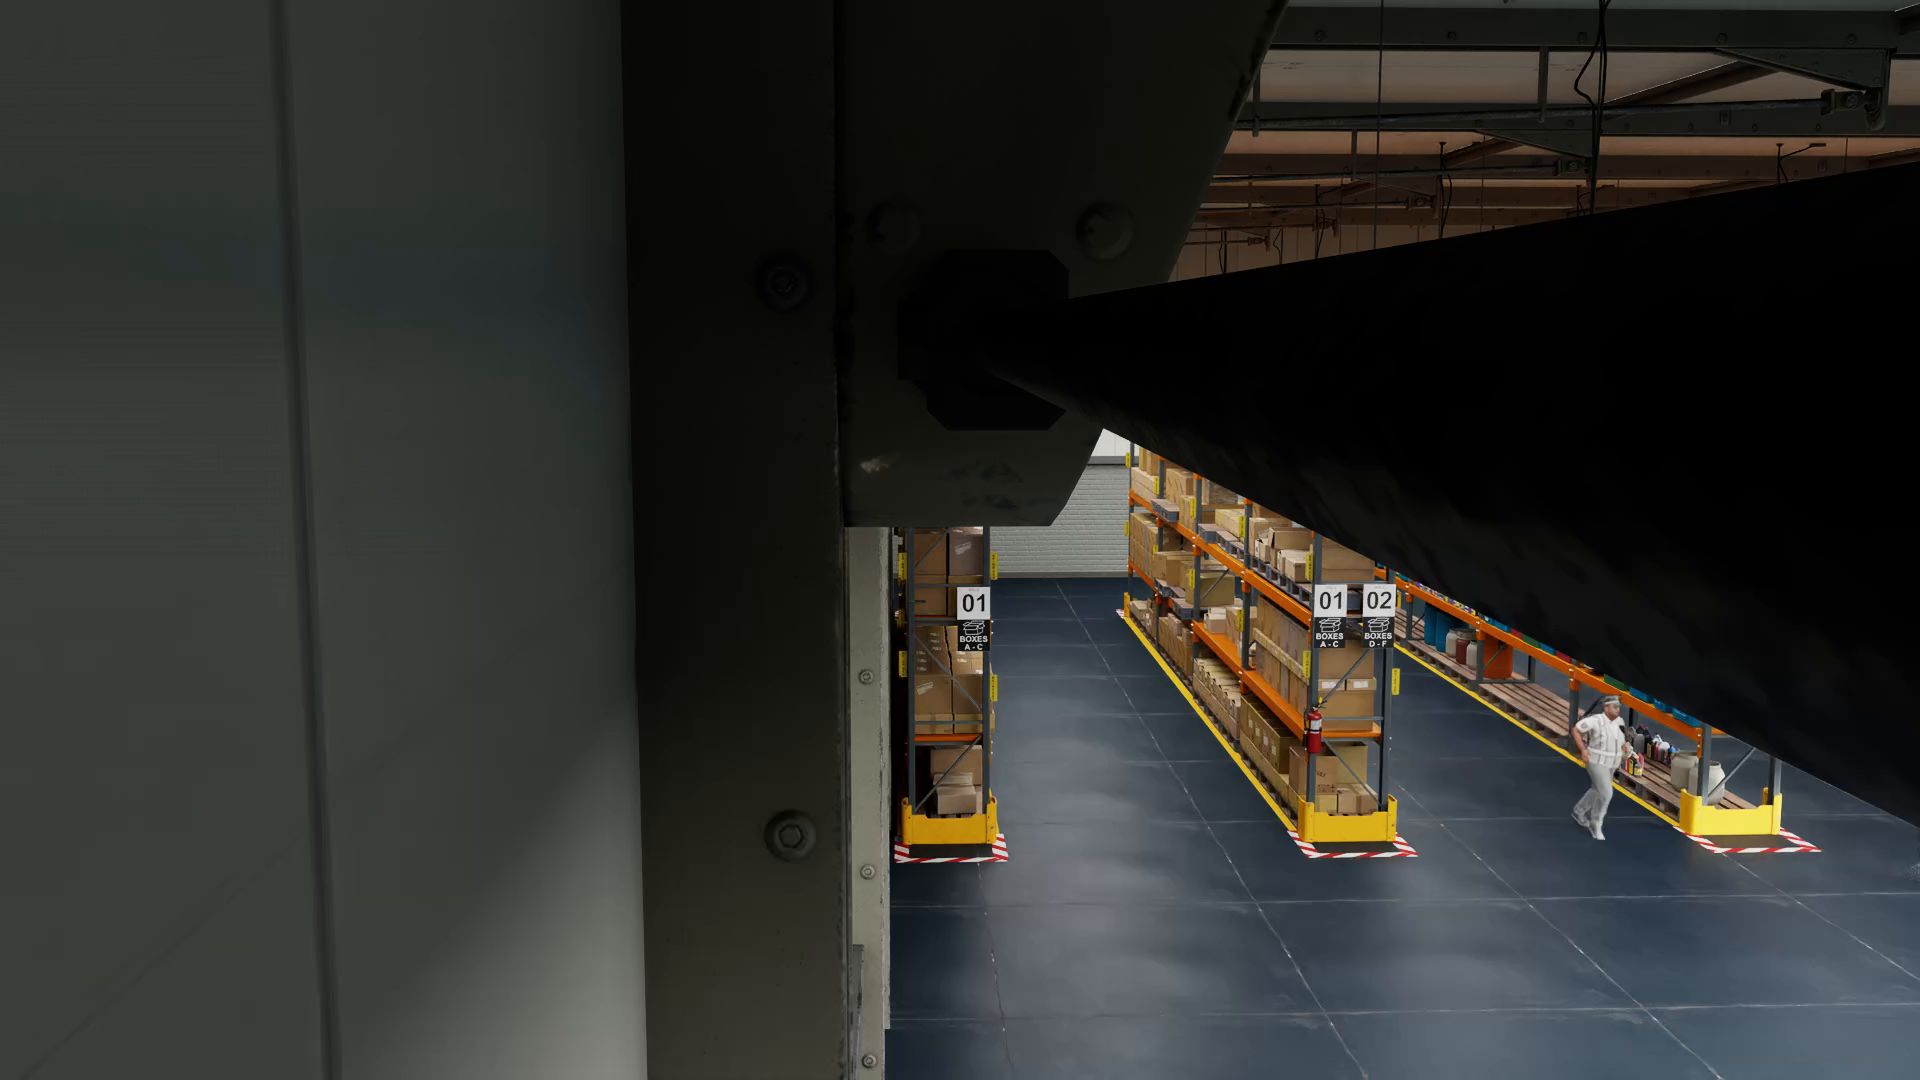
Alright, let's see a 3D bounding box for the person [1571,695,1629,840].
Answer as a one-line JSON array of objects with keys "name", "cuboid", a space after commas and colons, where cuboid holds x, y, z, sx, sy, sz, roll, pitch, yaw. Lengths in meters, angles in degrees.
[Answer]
[{"name": "person", "cuboid": [8.054, 2.828, 20.874, 0.649, 1.834, 0.768, -4, 8, -26]}]
